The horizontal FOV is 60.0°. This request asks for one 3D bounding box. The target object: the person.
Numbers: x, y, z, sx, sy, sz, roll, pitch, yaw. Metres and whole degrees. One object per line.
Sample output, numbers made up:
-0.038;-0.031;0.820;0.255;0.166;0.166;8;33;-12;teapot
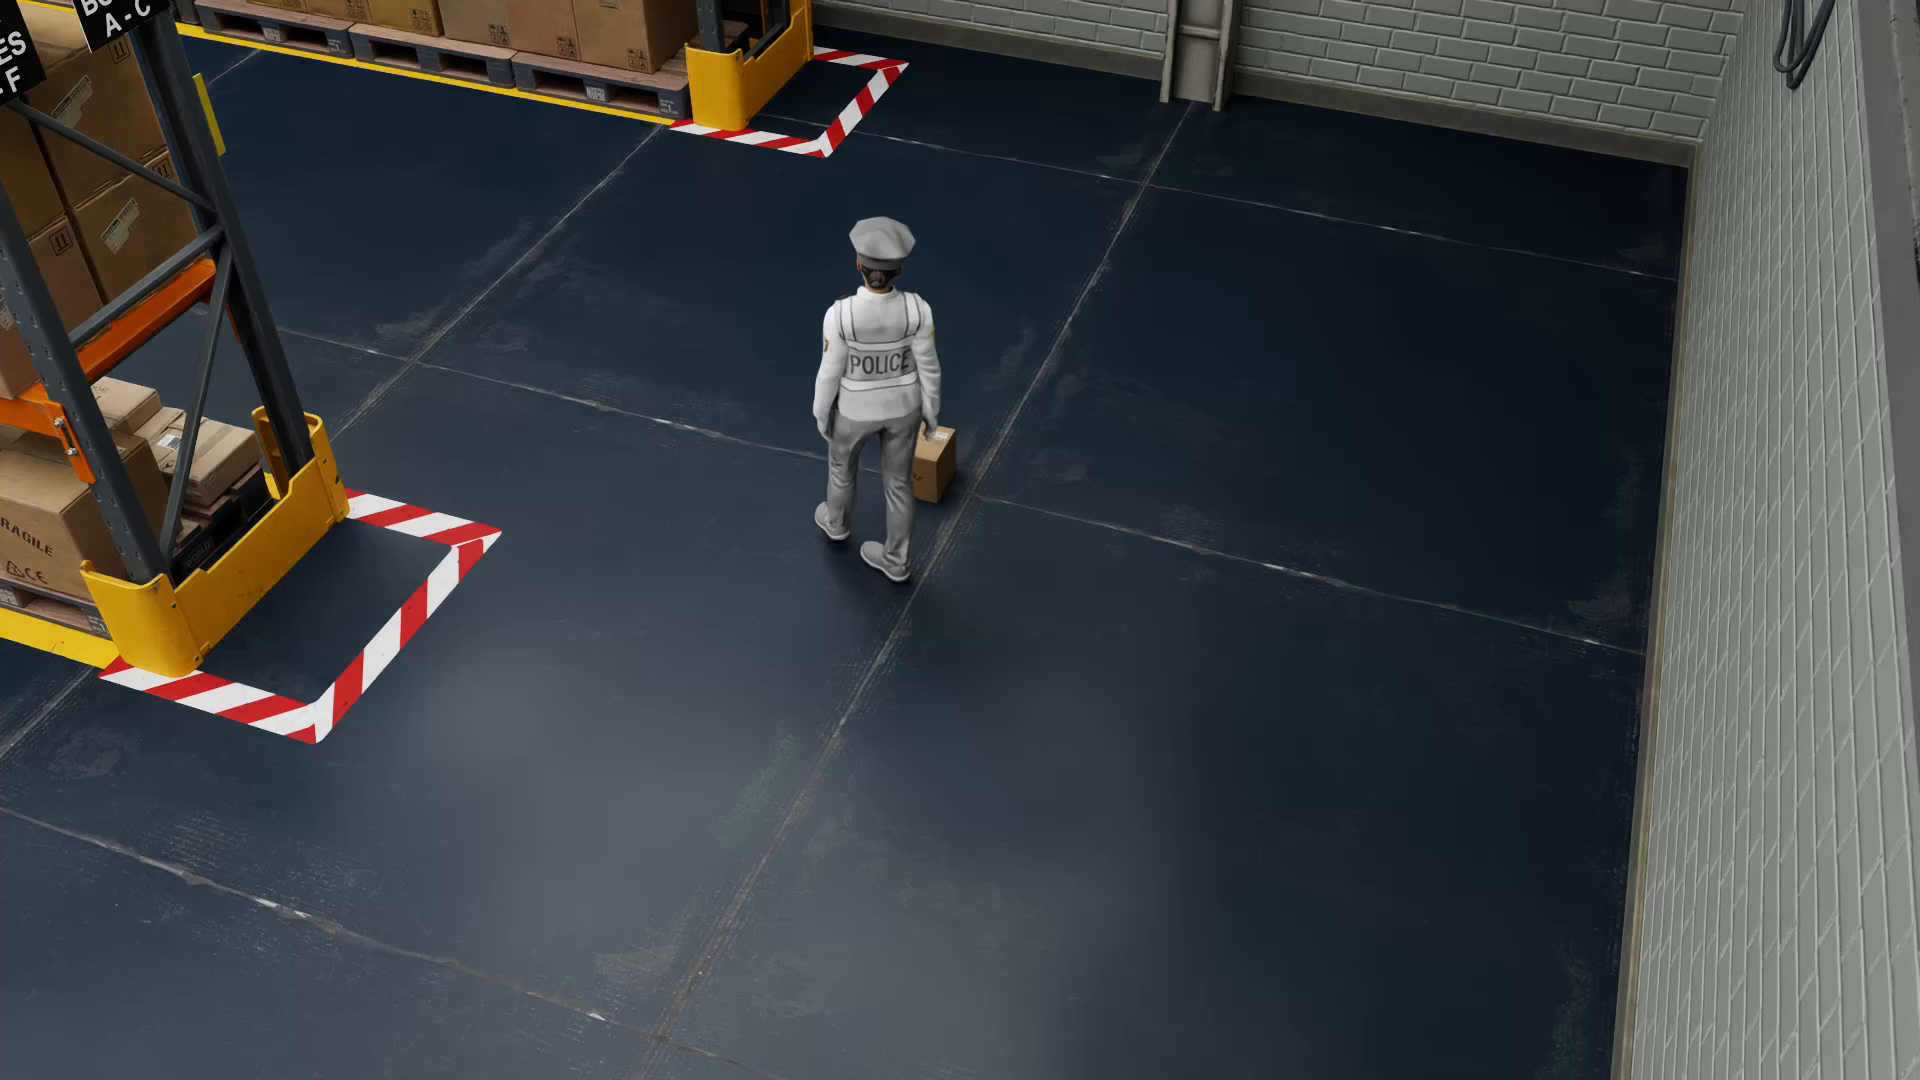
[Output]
-0.369;-0.607;6.828;0.512;1.662;0.580;-9;43;-10;person
